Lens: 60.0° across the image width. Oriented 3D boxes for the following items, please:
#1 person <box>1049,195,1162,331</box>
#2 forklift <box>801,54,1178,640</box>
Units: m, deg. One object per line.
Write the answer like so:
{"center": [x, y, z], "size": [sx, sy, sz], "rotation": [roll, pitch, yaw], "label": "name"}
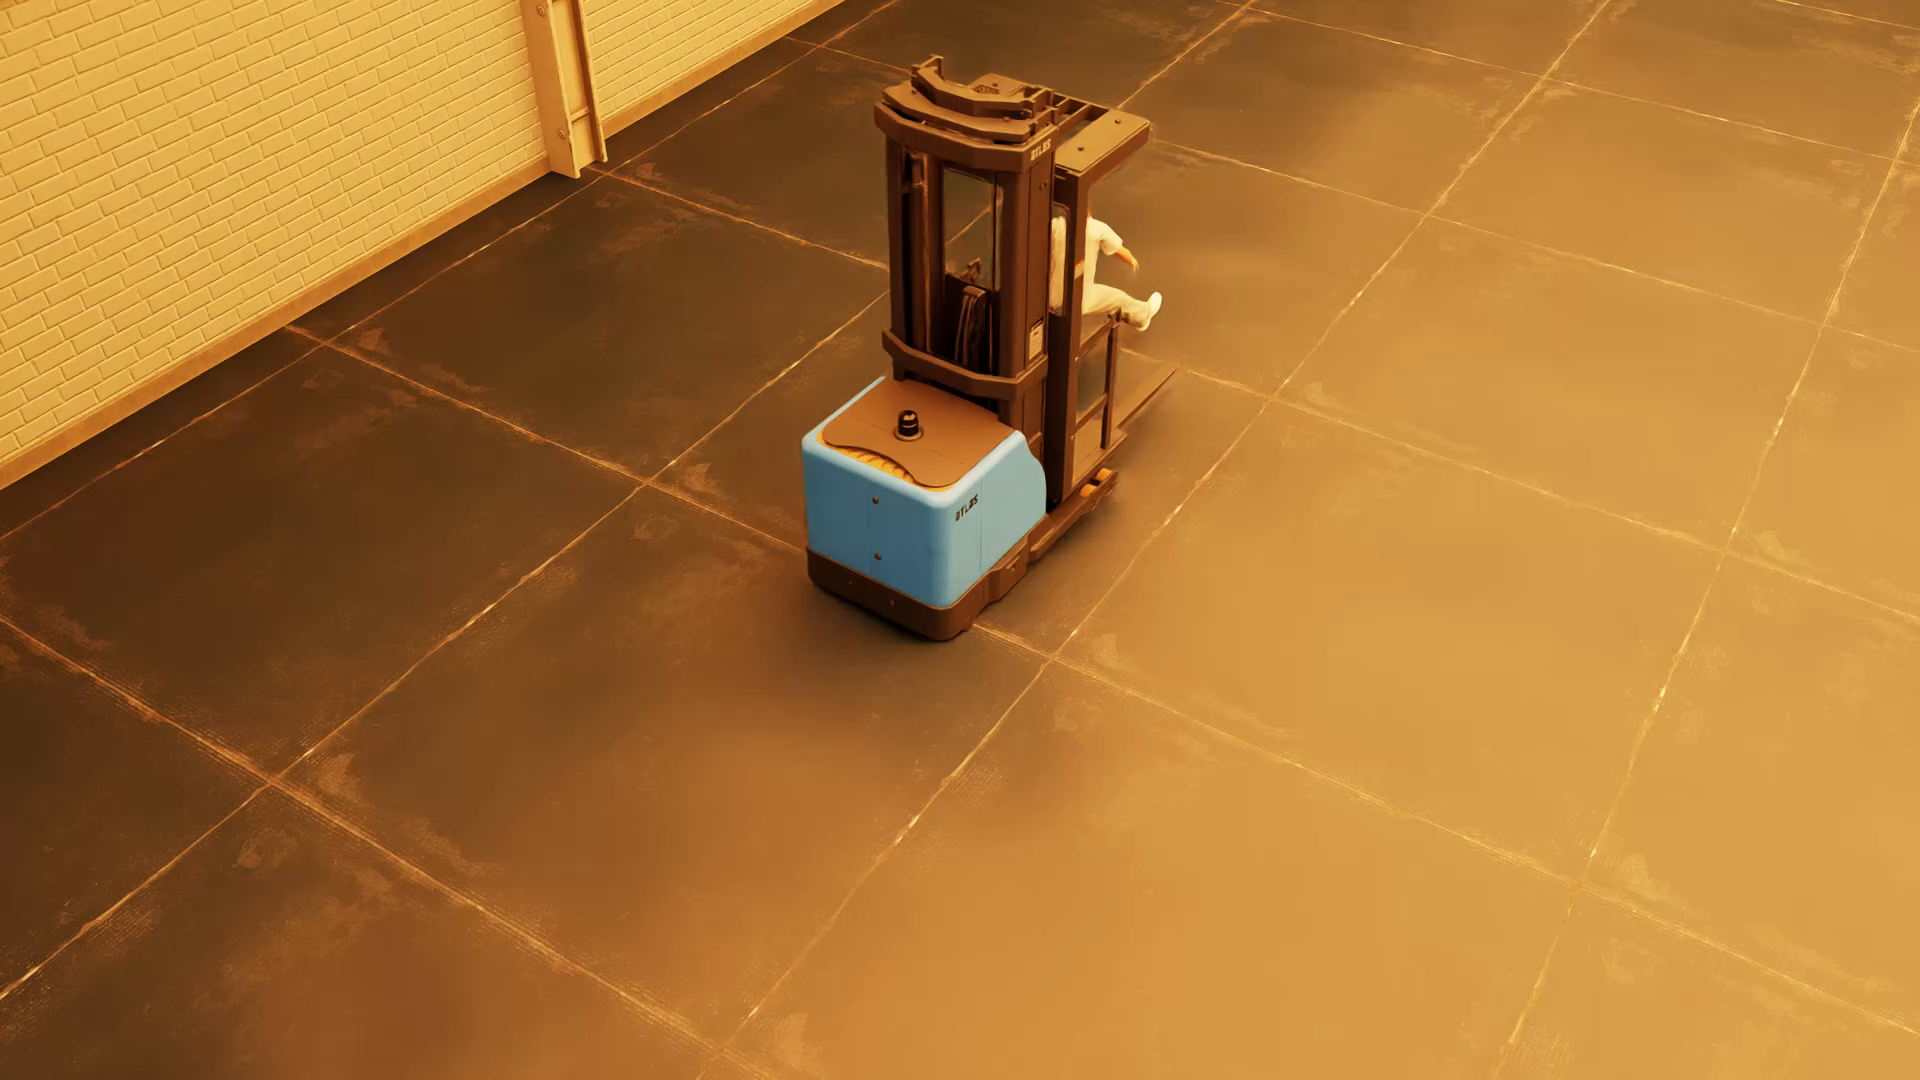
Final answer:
{"center": [0.791, -1.851, 11.416], "size": [1.075, 1.374, 1.066], "rotation": [11, 42, 13], "label": "person"}
{"center": [0.347, -1.464, 9.695], "size": [1.130, 2.935, 3.031], "rotation": [24, 46, 26], "label": "forklift"}
